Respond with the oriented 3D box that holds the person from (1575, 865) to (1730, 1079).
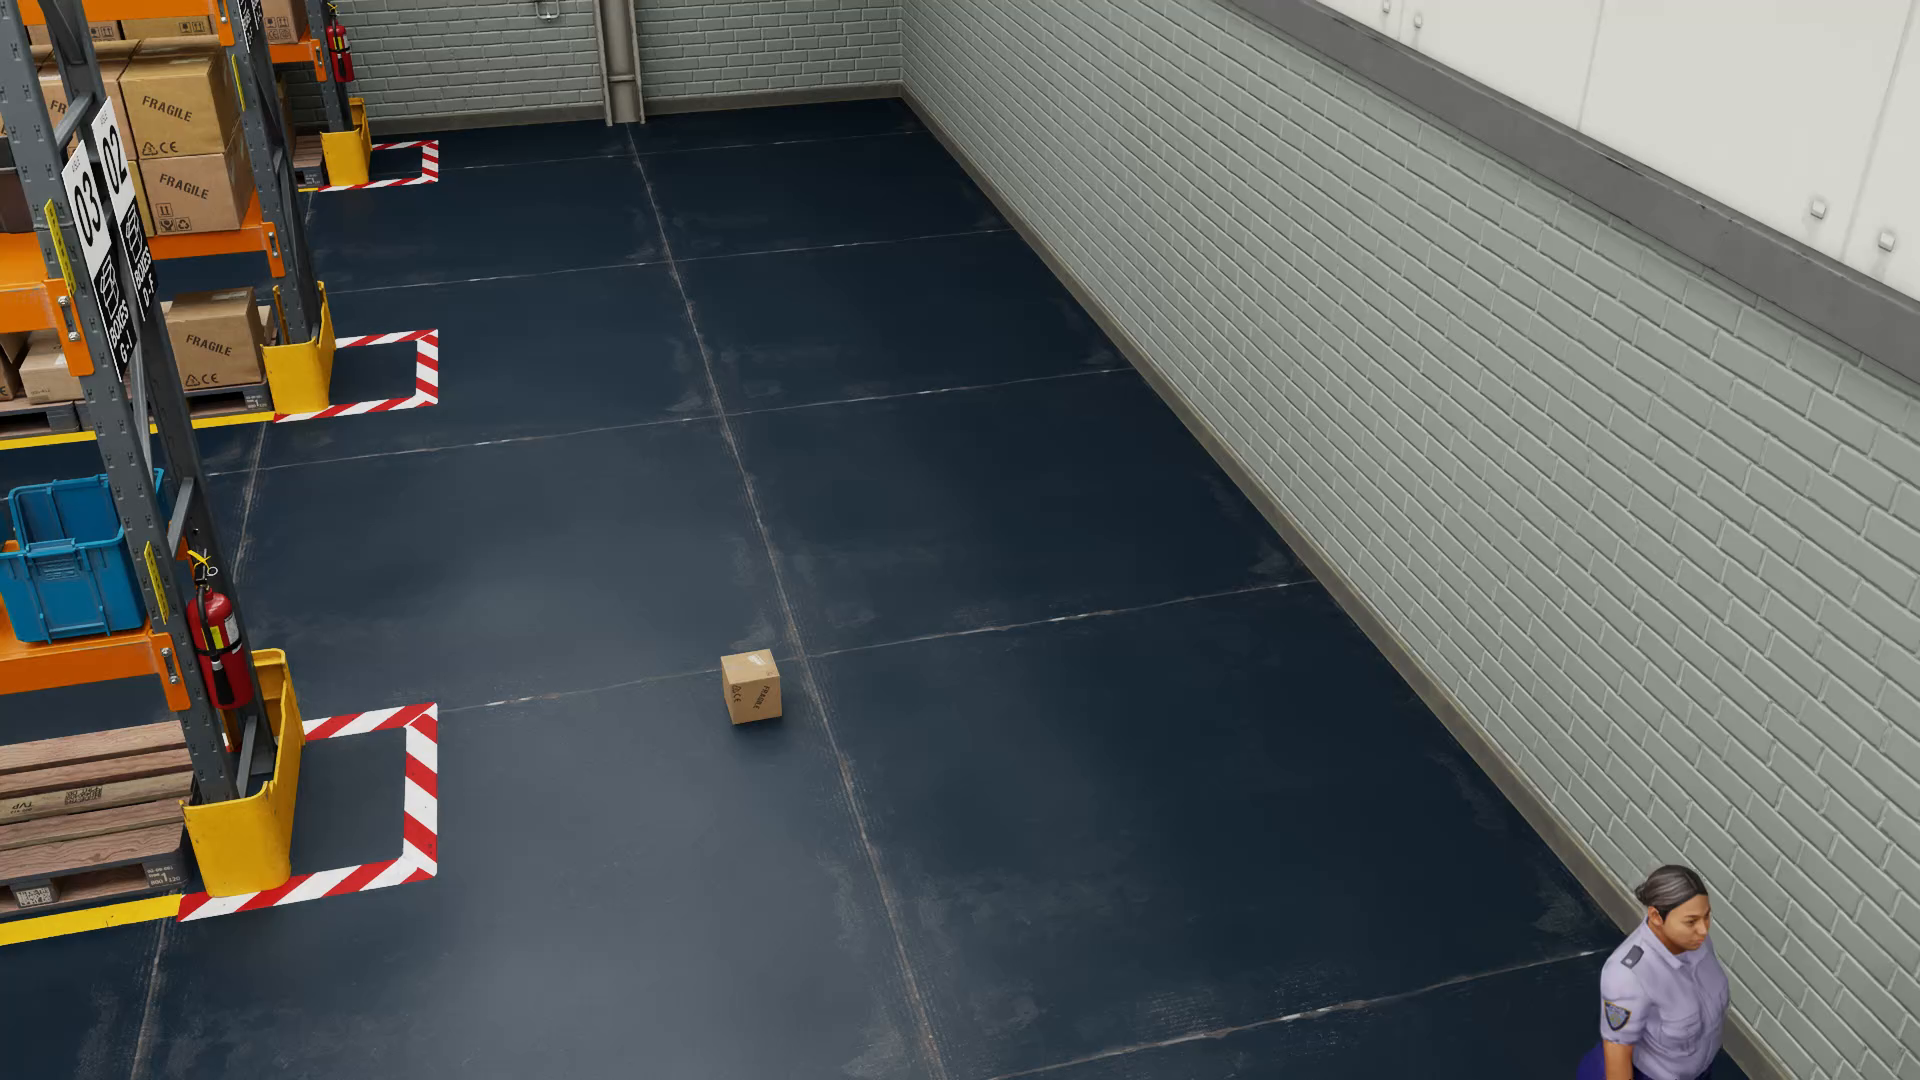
[{"bbox_3d":[2.172,1.731,5.271,0.492,1.647,0.393,-23,37,-33],"label":"person"}]
